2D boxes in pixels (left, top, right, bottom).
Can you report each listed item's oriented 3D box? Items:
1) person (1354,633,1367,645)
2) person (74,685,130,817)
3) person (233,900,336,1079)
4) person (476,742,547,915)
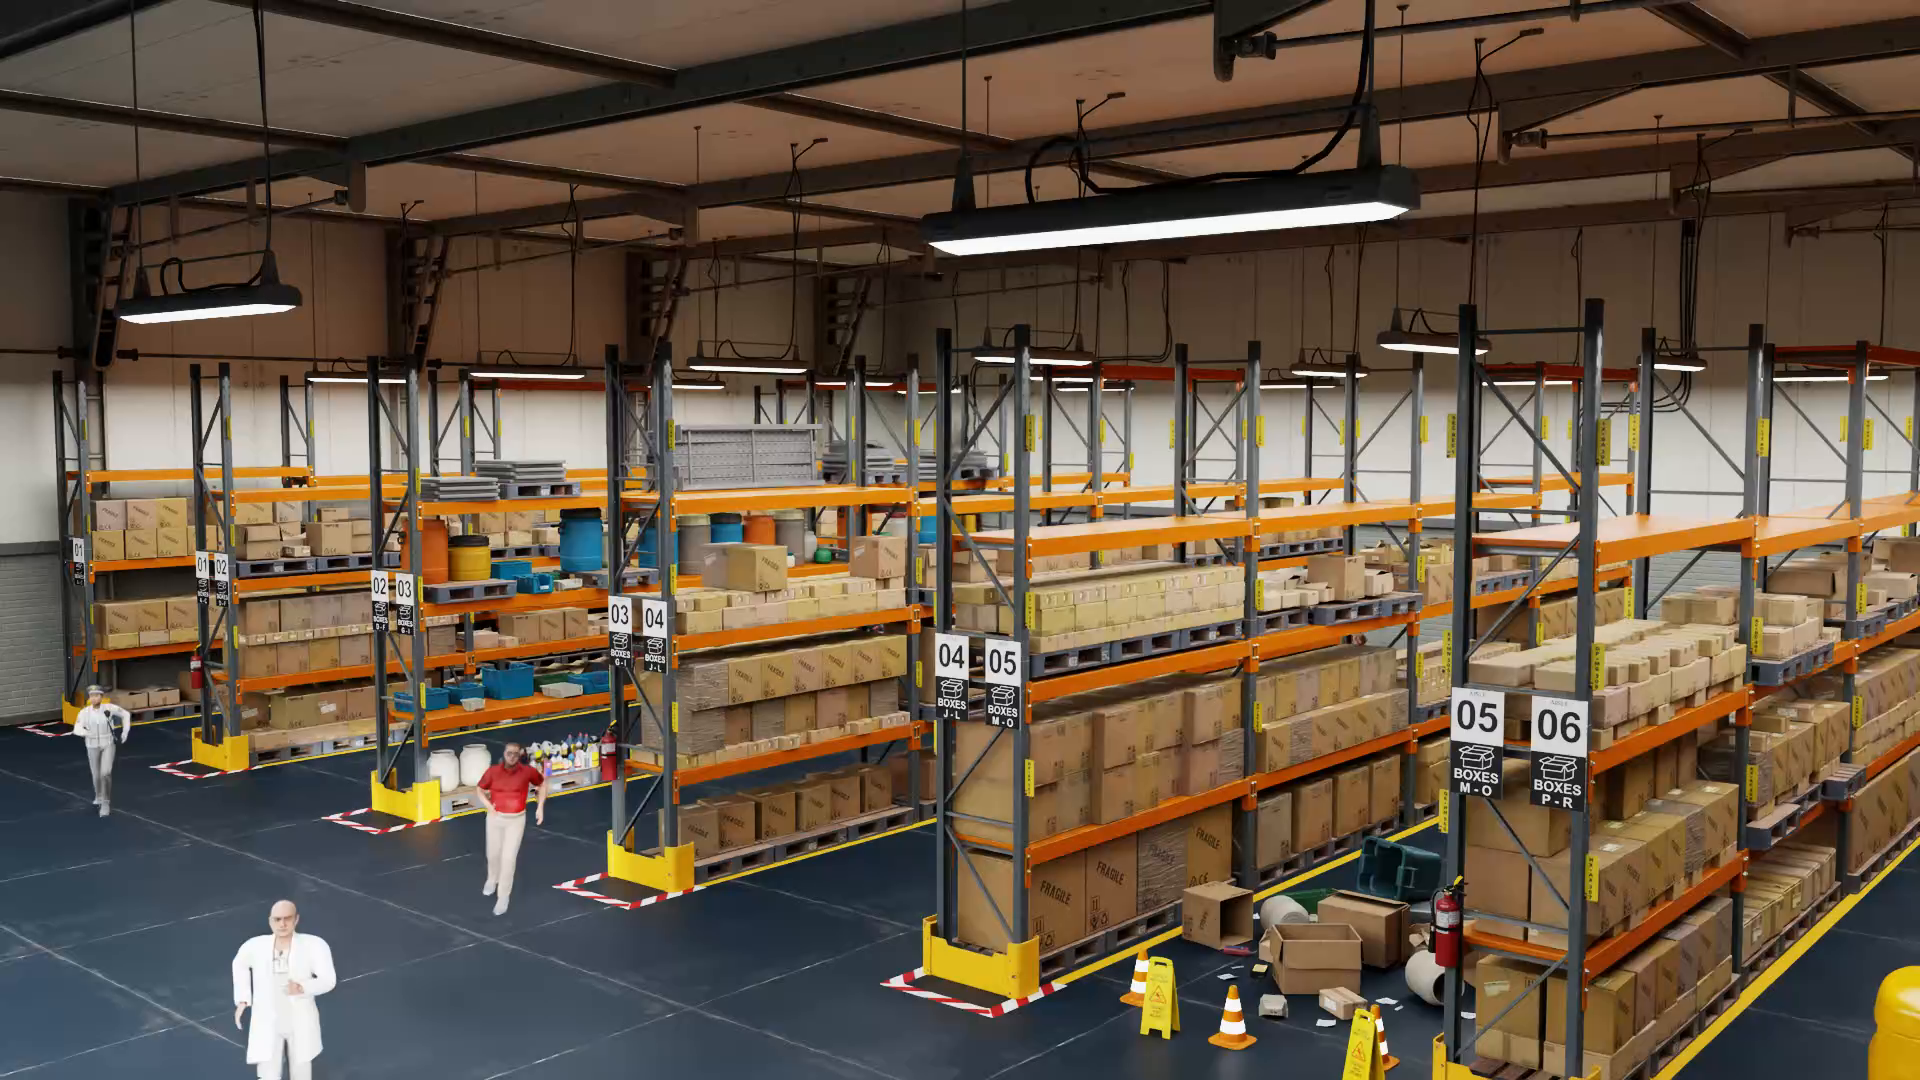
[{"bbox_3d":[6.719,2.346,27.922,0.546,1.598,0.881,3,5,36],"label":"person"},{"bbox_3d":[-11.285,2.744,21.890,0.622,1.729,0.866,-1,4,-15],"label":"person"},{"bbox_3d":[-4.718,3.426,11.633,0.677,1.836,0.908,-2,4,-21],"label":"person"},{"bbox_3d":[-4.799,3.023,17.765,0.718,1.751,0.895,0,4,-5],"label":"person"}]
